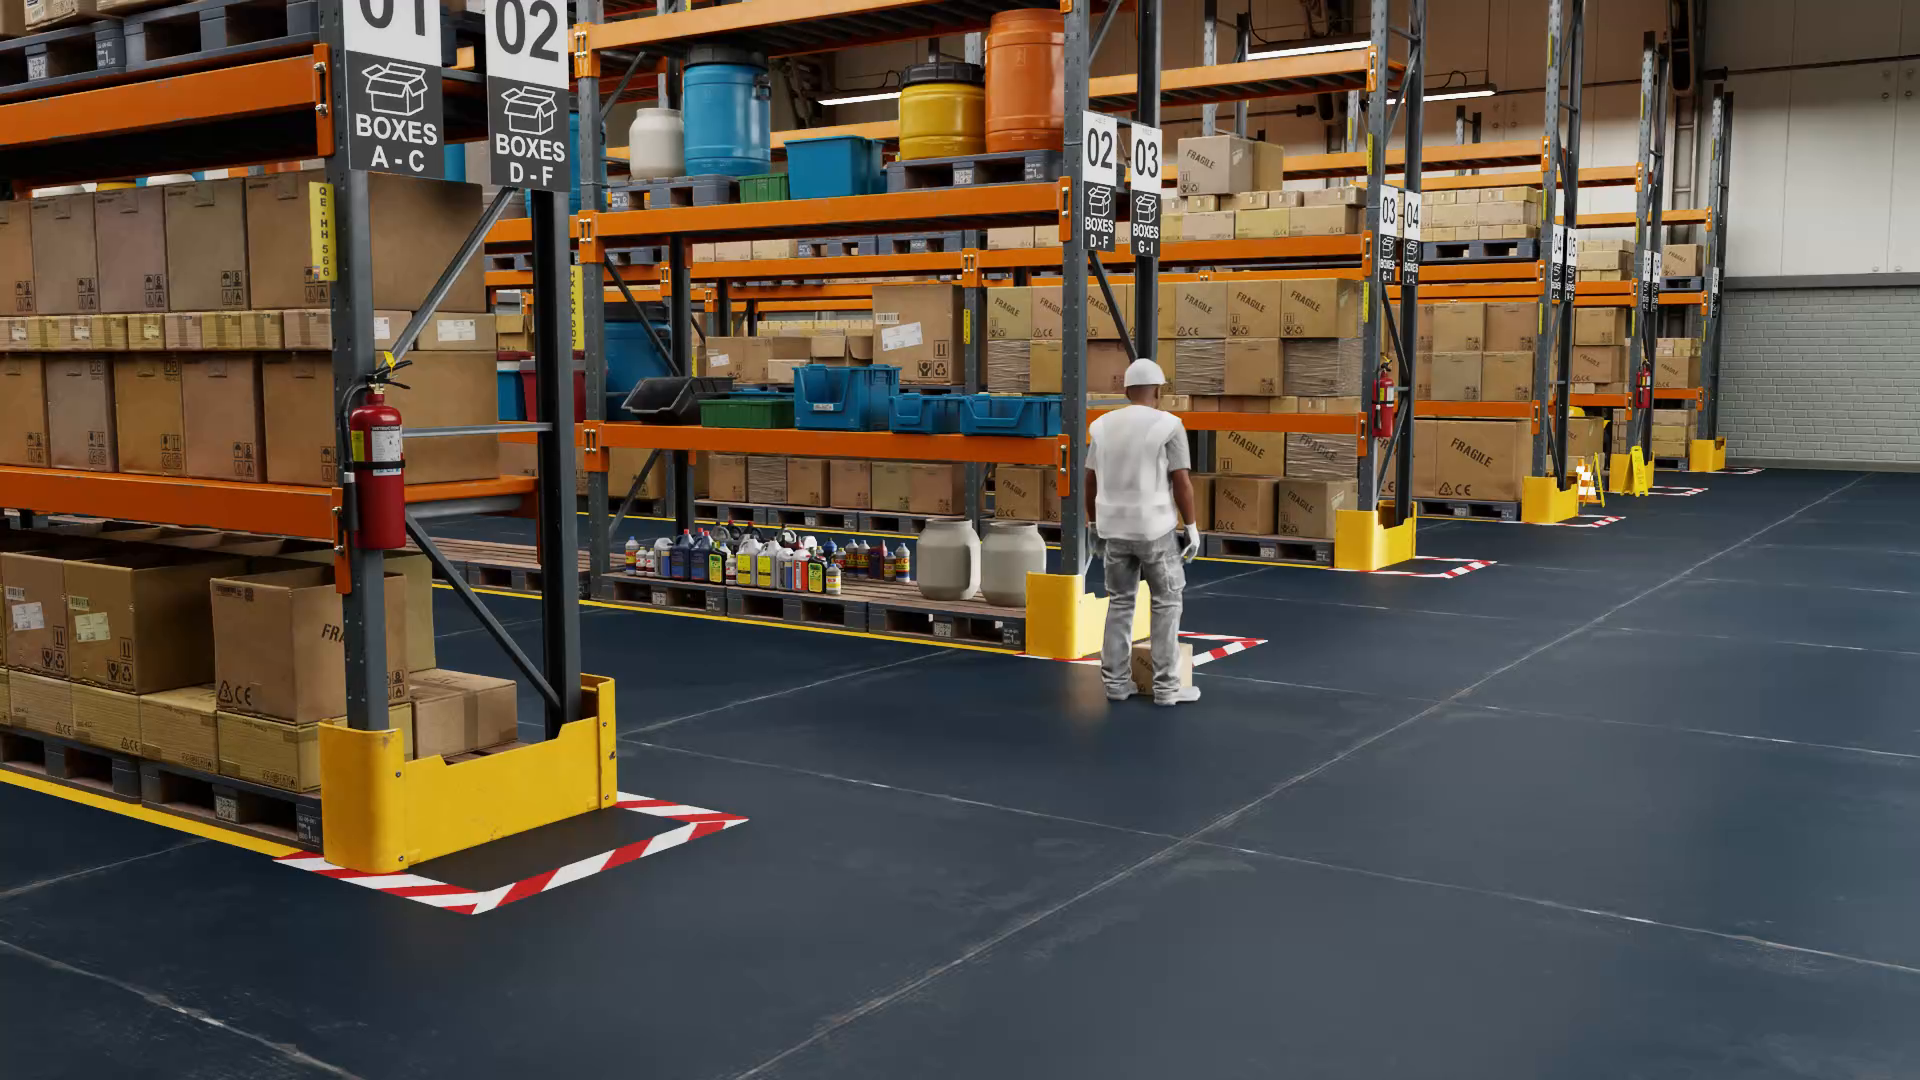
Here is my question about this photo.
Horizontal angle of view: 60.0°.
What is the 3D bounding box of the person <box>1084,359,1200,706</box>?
[{"bbox_3d":[0.942,-0.048,8.625,0.622,1.773,0.450,4,7,32],"label":"person"}]
